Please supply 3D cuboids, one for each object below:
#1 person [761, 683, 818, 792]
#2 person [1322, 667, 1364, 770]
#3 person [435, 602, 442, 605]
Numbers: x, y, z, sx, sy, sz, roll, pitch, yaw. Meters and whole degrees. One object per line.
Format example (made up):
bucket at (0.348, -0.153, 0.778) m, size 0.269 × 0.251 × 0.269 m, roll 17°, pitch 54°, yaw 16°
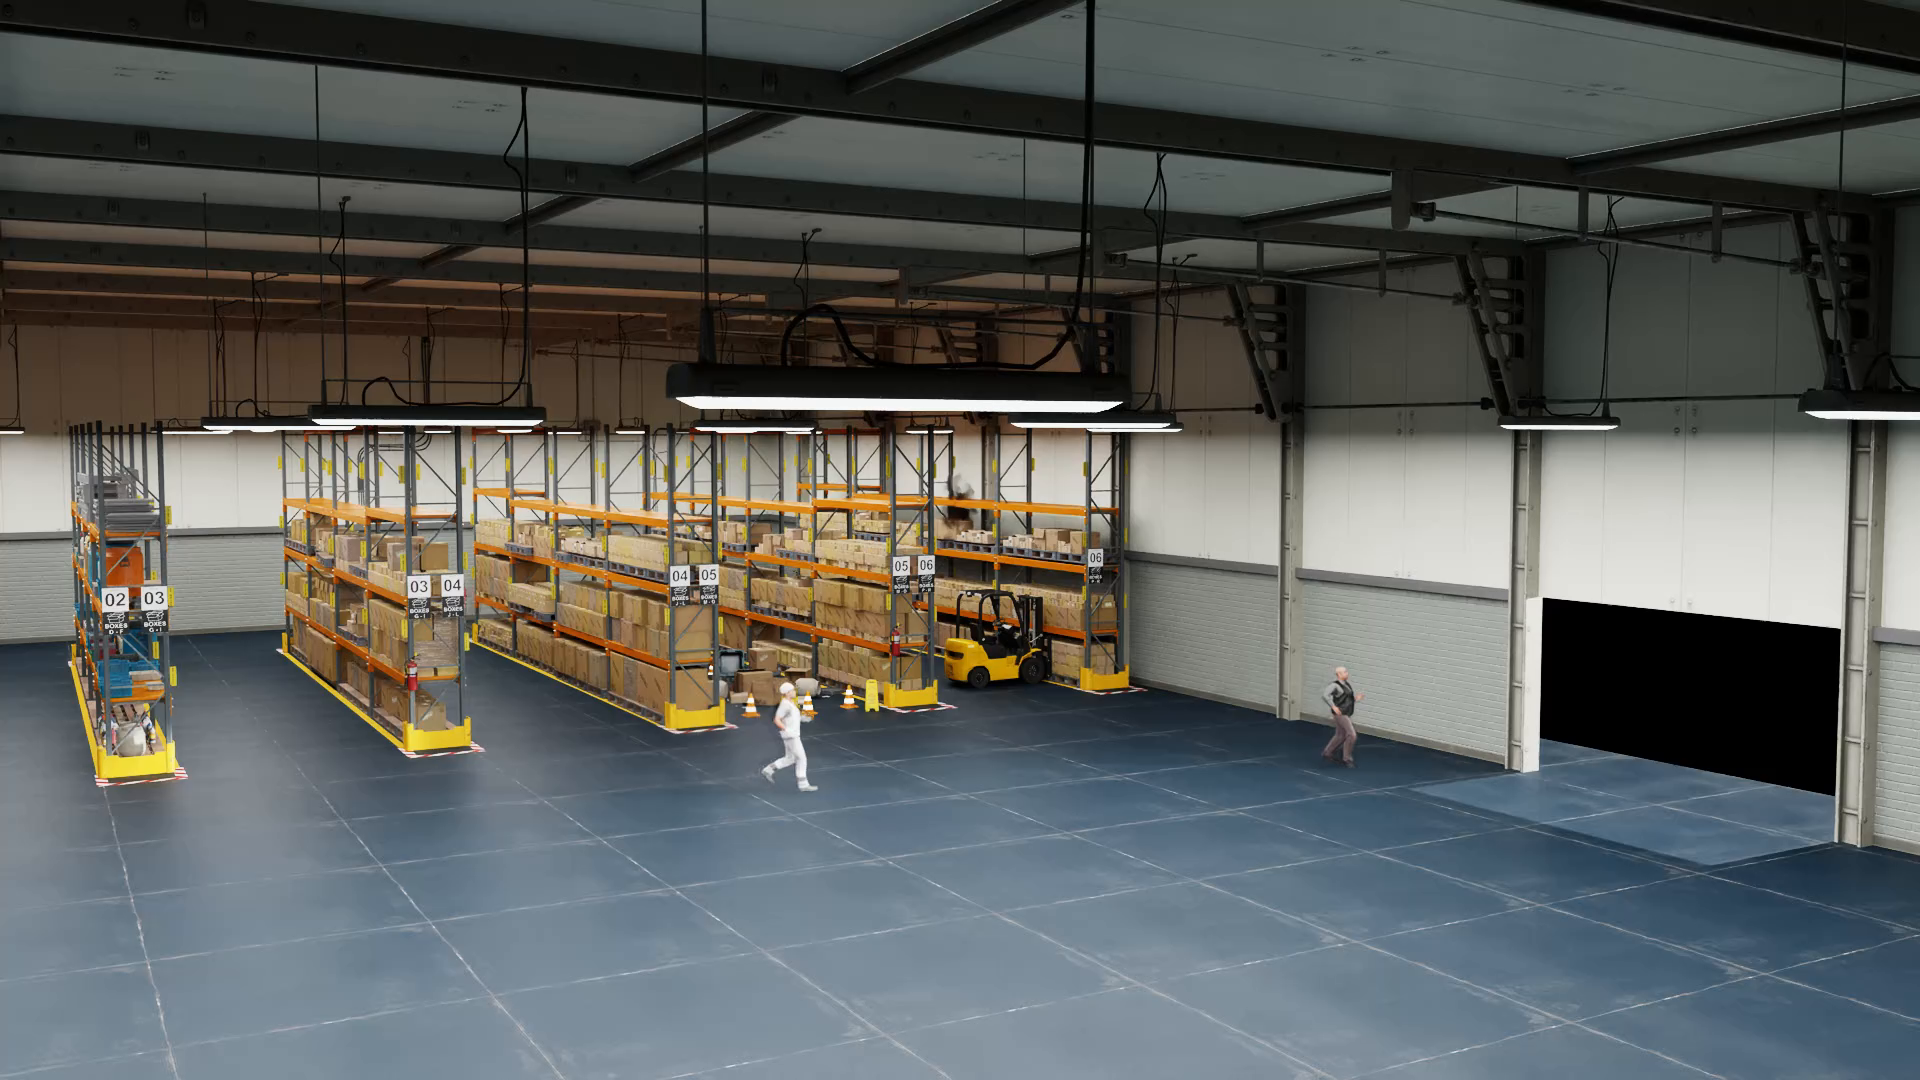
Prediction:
person at (-2.758, 3.177, 26.800) m, size 0.928 × 1.766 × 0.669 m, roll 0°, pitch 4°, yaw -2°
person at (6.623, 3.084, 28.806) m, size 0.731 × 1.780 × 0.639 m, roll 2°, pitch 4°, yaw 30°
person at (-14.623, 1.989, 47.073) m, size 0.714 × 1.748 × 0.672 m, roll 2°, pitch 4°, yaw 34°
